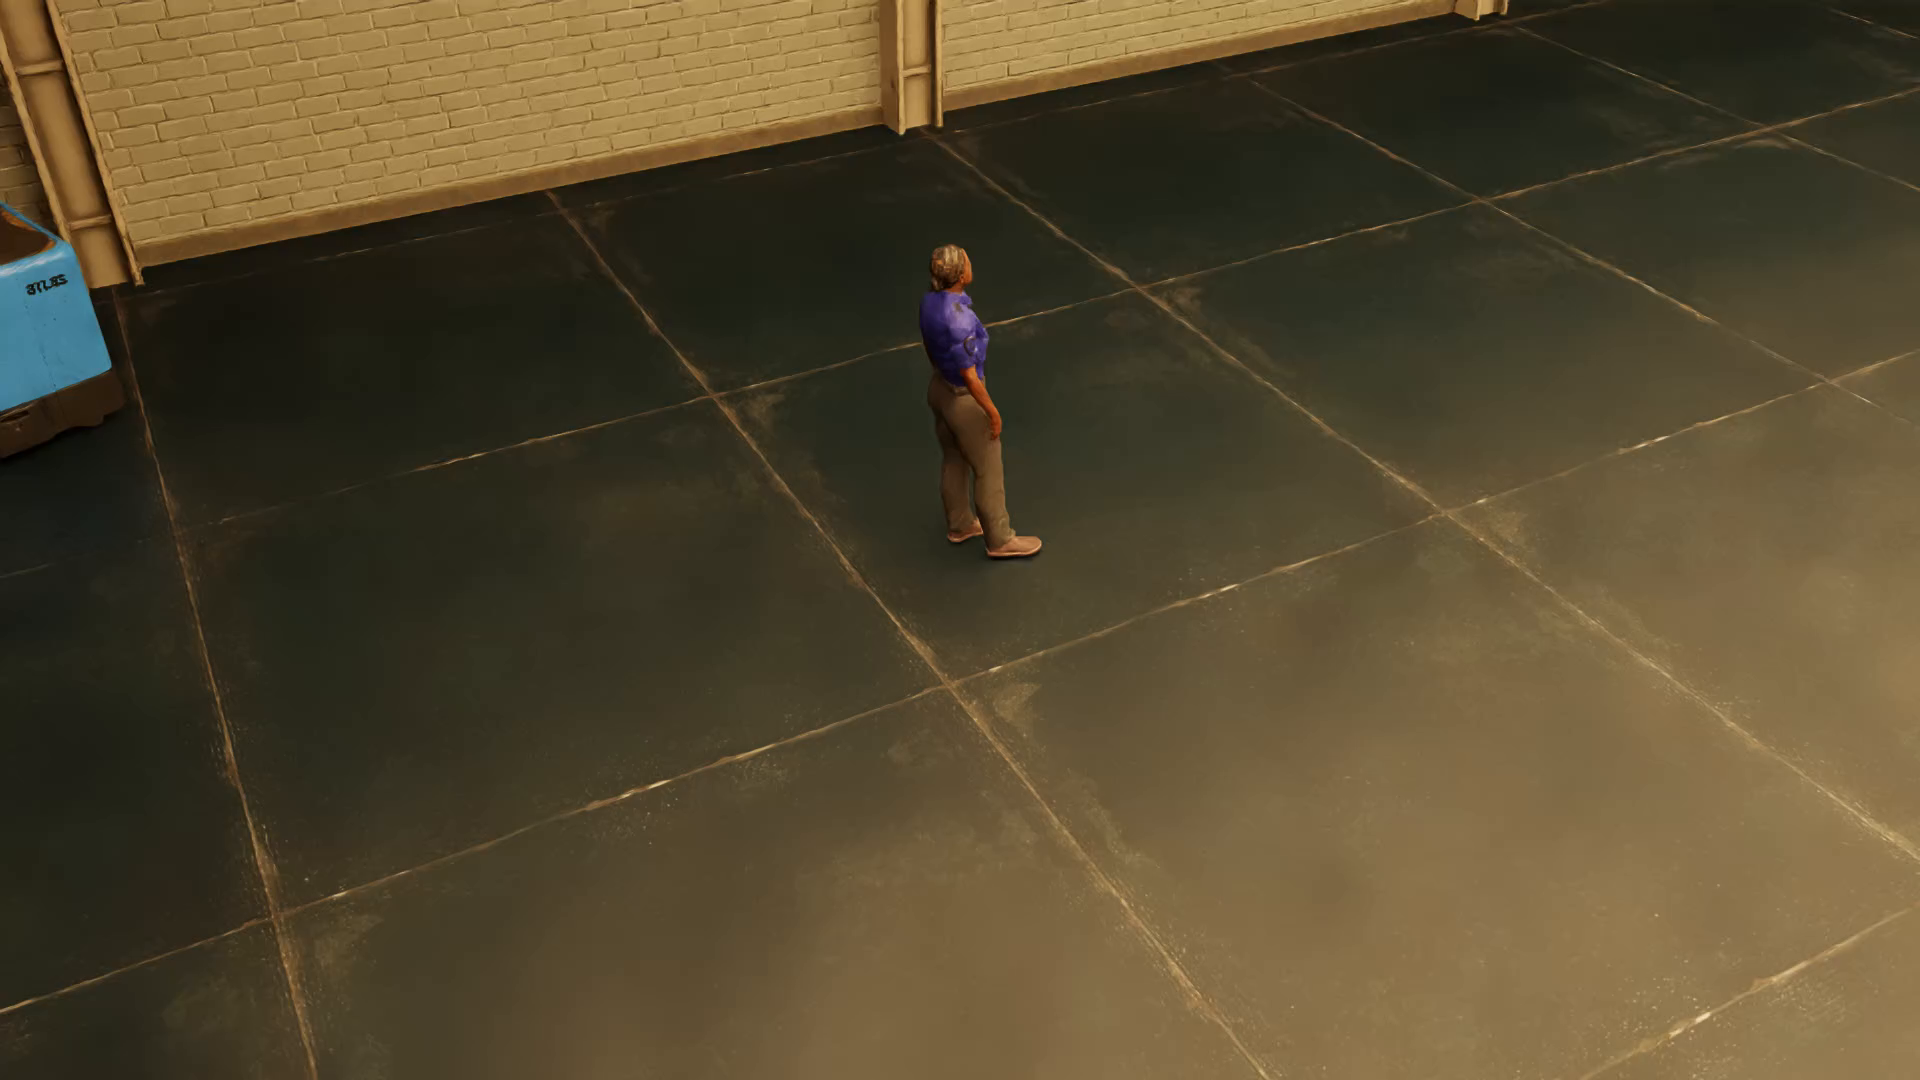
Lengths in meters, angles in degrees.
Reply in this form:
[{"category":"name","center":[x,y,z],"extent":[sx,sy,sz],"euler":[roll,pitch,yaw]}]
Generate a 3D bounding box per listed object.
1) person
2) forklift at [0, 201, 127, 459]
[{"category":"person","center":[0.087,-0.695,8.200],"extent":[0.503,1.654,0.570],"euler":[-17,39,-23]},{"category":"forklift","center":[-6.200,-1.483,8.221],"extent":[1.130,2.935,3.031],"euler":[27,44,33]}]
